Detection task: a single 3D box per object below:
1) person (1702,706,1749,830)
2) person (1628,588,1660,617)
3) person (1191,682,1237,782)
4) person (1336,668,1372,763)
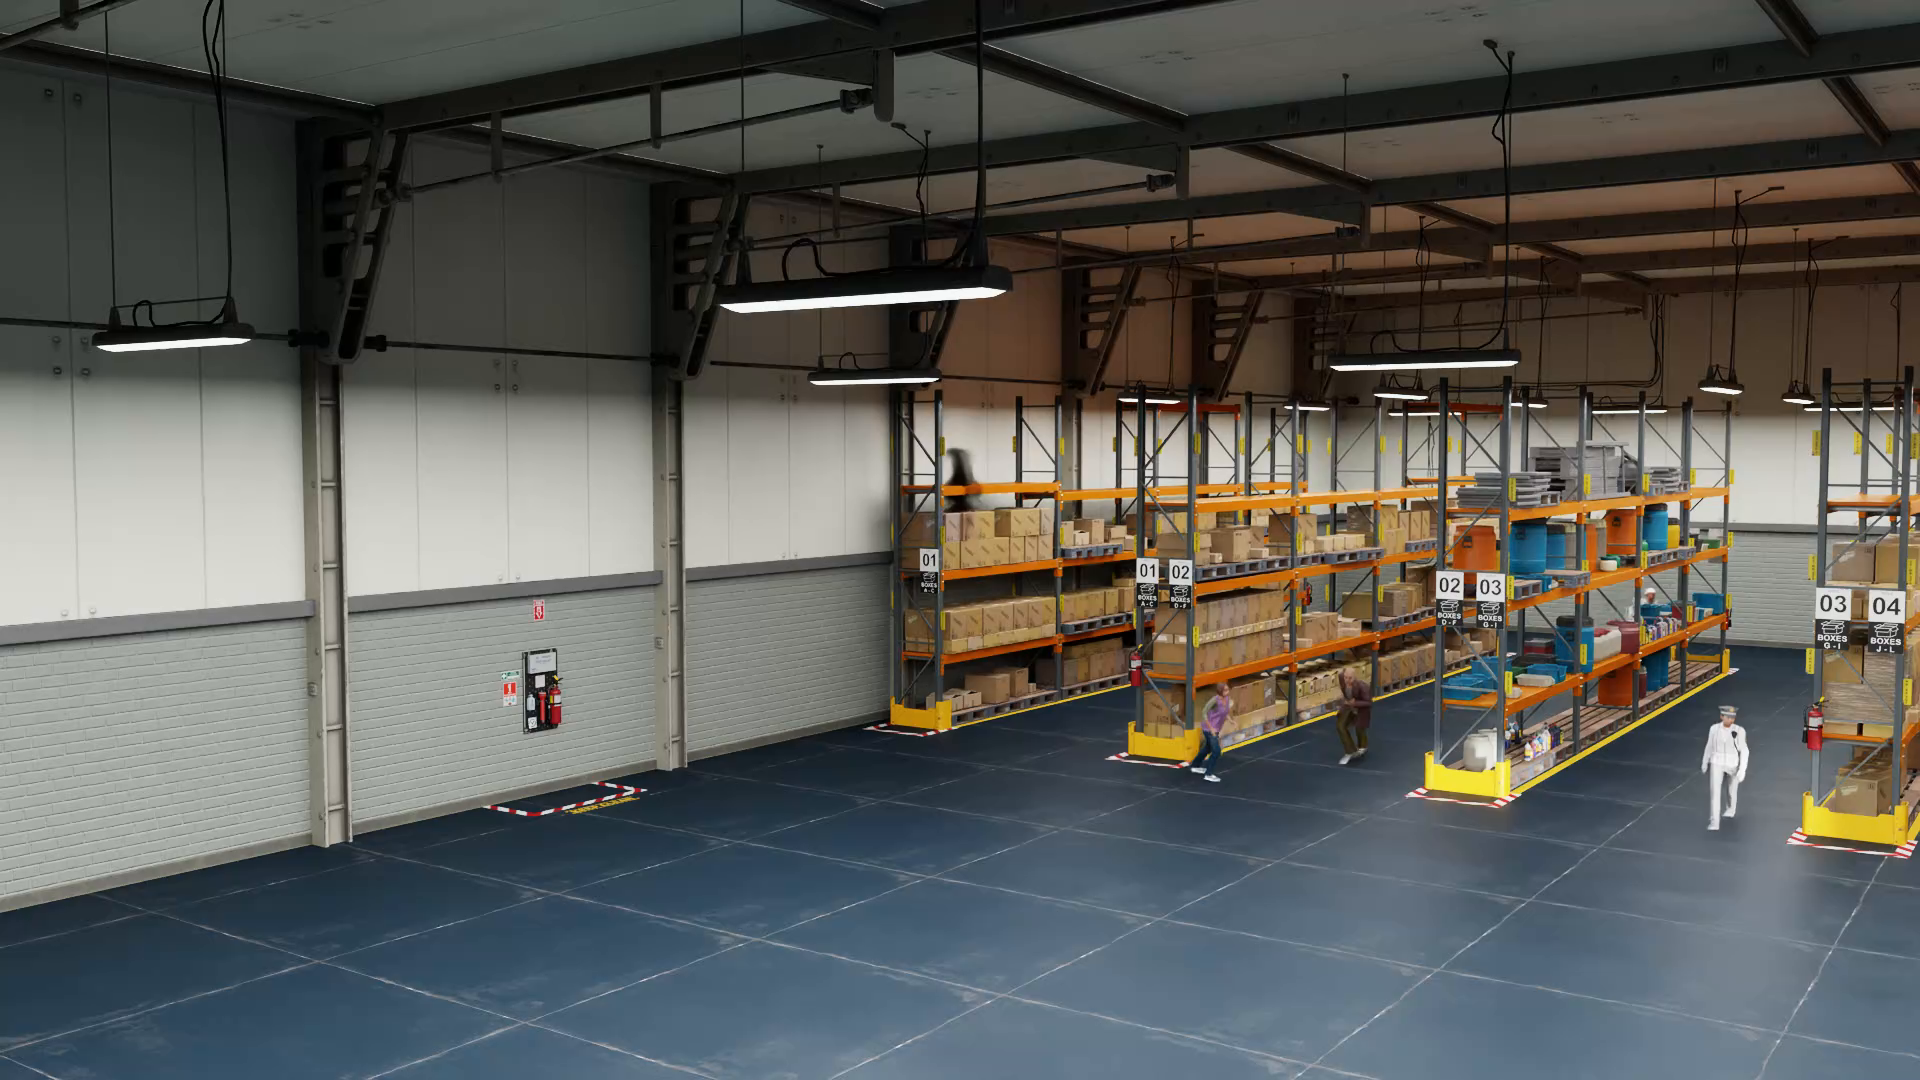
[{"bbox_3d":[10.054,2.962,21.856,0.556,1.596,1.079,1,4,24],"label":"person"},{"bbox_3d":[16.074,1.972,39.183,0.758,1.716,0.666,-1,3,-18],"label":"person"},{"bbox_3d":[3.771,2.849,24.927,0.792,1.521,0.586,2,4,37],"label":"person"},{"bbox_3d":[6.313,2.785,26.442,0.699,1.523,1.235,2,4,35],"label":"person"}]
